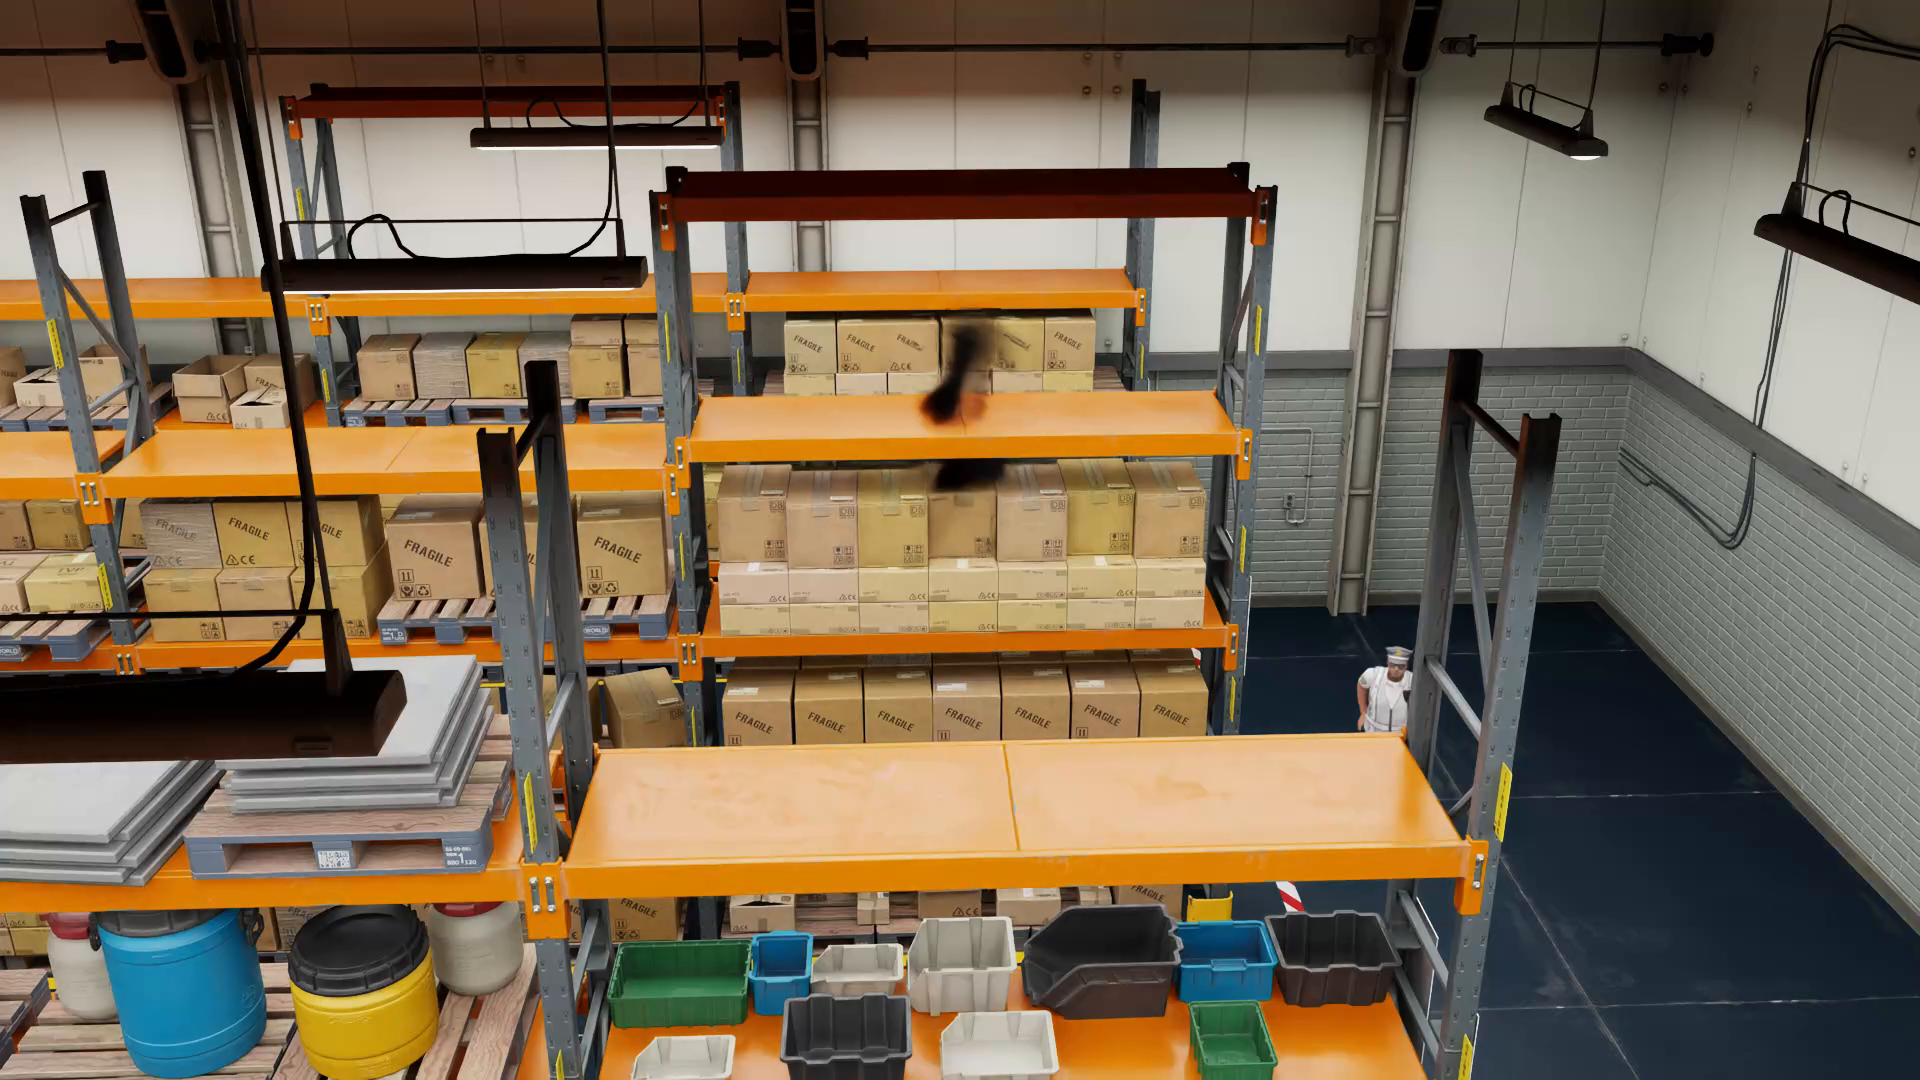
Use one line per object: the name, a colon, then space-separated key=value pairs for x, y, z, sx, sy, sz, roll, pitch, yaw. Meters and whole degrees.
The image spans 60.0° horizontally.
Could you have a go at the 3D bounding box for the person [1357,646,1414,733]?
person: x=3.799 y=1.679 z=14.700 sx=0.628 sy=1.778 sz=0.956 roll=5 pitch=23 yaw=11
